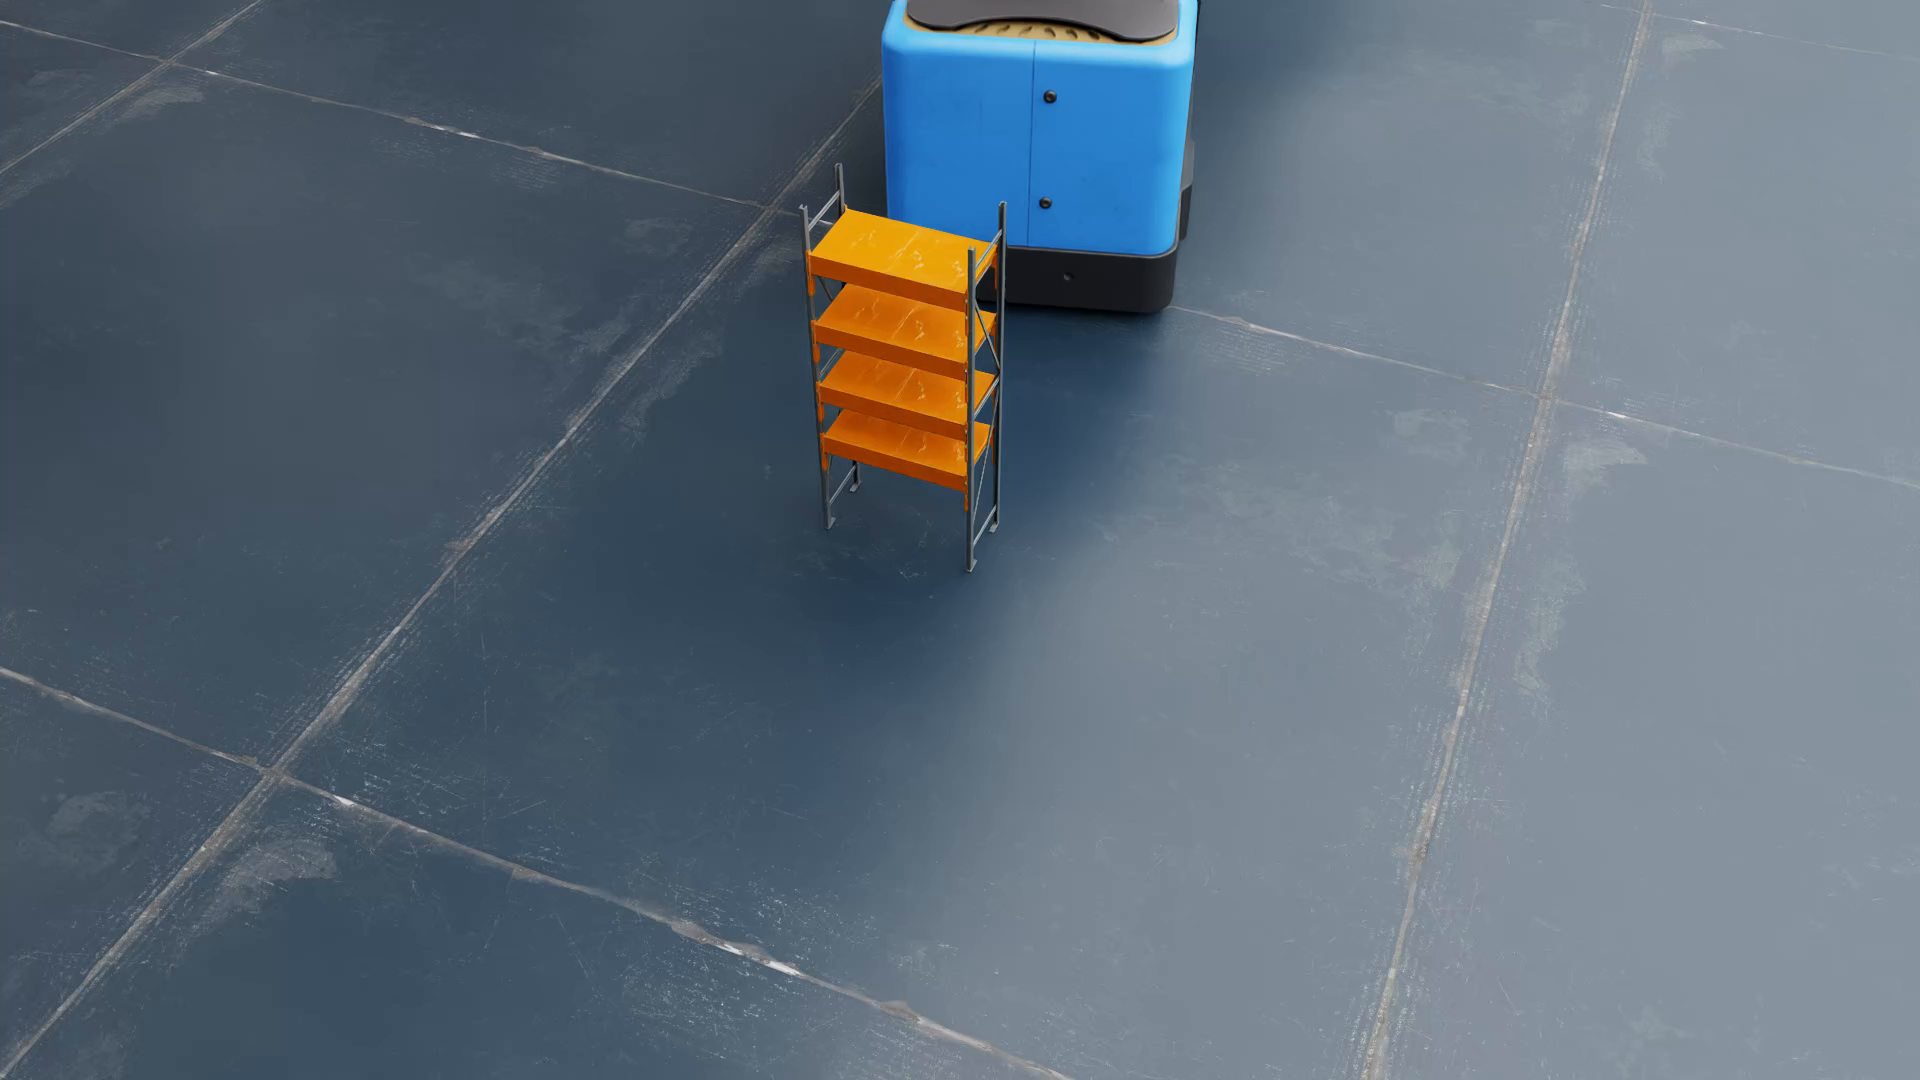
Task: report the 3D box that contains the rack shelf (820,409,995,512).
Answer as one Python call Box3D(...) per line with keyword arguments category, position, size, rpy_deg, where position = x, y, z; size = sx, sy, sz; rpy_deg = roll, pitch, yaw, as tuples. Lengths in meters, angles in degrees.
Box3D(category="rack shelf", position=(-0.153, -0.282, 5.059), size=(0.480, 0.148, 0.258), rpy_deg=(16, 47, 16))

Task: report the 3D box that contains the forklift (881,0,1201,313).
Box3D(category="forklift", position=(0.429, -2.899, 6.086), size=(1.130, 2.935, 3.031), rpy_deg=(5, 45, 5))

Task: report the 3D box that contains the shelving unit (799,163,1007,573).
Box3D(category="shelving unit", position=(-0.153, -0.470, 4.872), size=(0.503, 1.200, 0.258), rpy_deg=(16, 47, 16))

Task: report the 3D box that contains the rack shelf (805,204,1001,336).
Box3D(category="rack shelf", position=(-0.153, -0.749, 4.595), size=(0.480, 0.148, 0.258), rpy_deg=(16, 47, 16))

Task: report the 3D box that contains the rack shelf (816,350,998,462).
Box3D(category="rack shelf", position=(-0.153, -0.423, 4.919), size=(0.480, 0.148, 0.258), rpy_deg=(16, 47, 16))

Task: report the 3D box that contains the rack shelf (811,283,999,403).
Box3D(category="rack shelf", position=(-0.153, -0.581, 4.762), size=(0.480, 0.148, 0.258), rpy_deg=(16, 47, 16))

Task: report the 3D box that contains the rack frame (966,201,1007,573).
Box3D(category="rack frame", position=(0.072, -0.404, 4.805), size=(0.015, 1.200, 0.240), rpy_deg=(16, 47, 16))

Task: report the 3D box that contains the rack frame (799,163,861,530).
Box3D(category="rack frame", position=(-0.378, -0.537, 4.939), size=(0.015, 1.200, 0.240), rpy_deg=(16, 47, 16))
